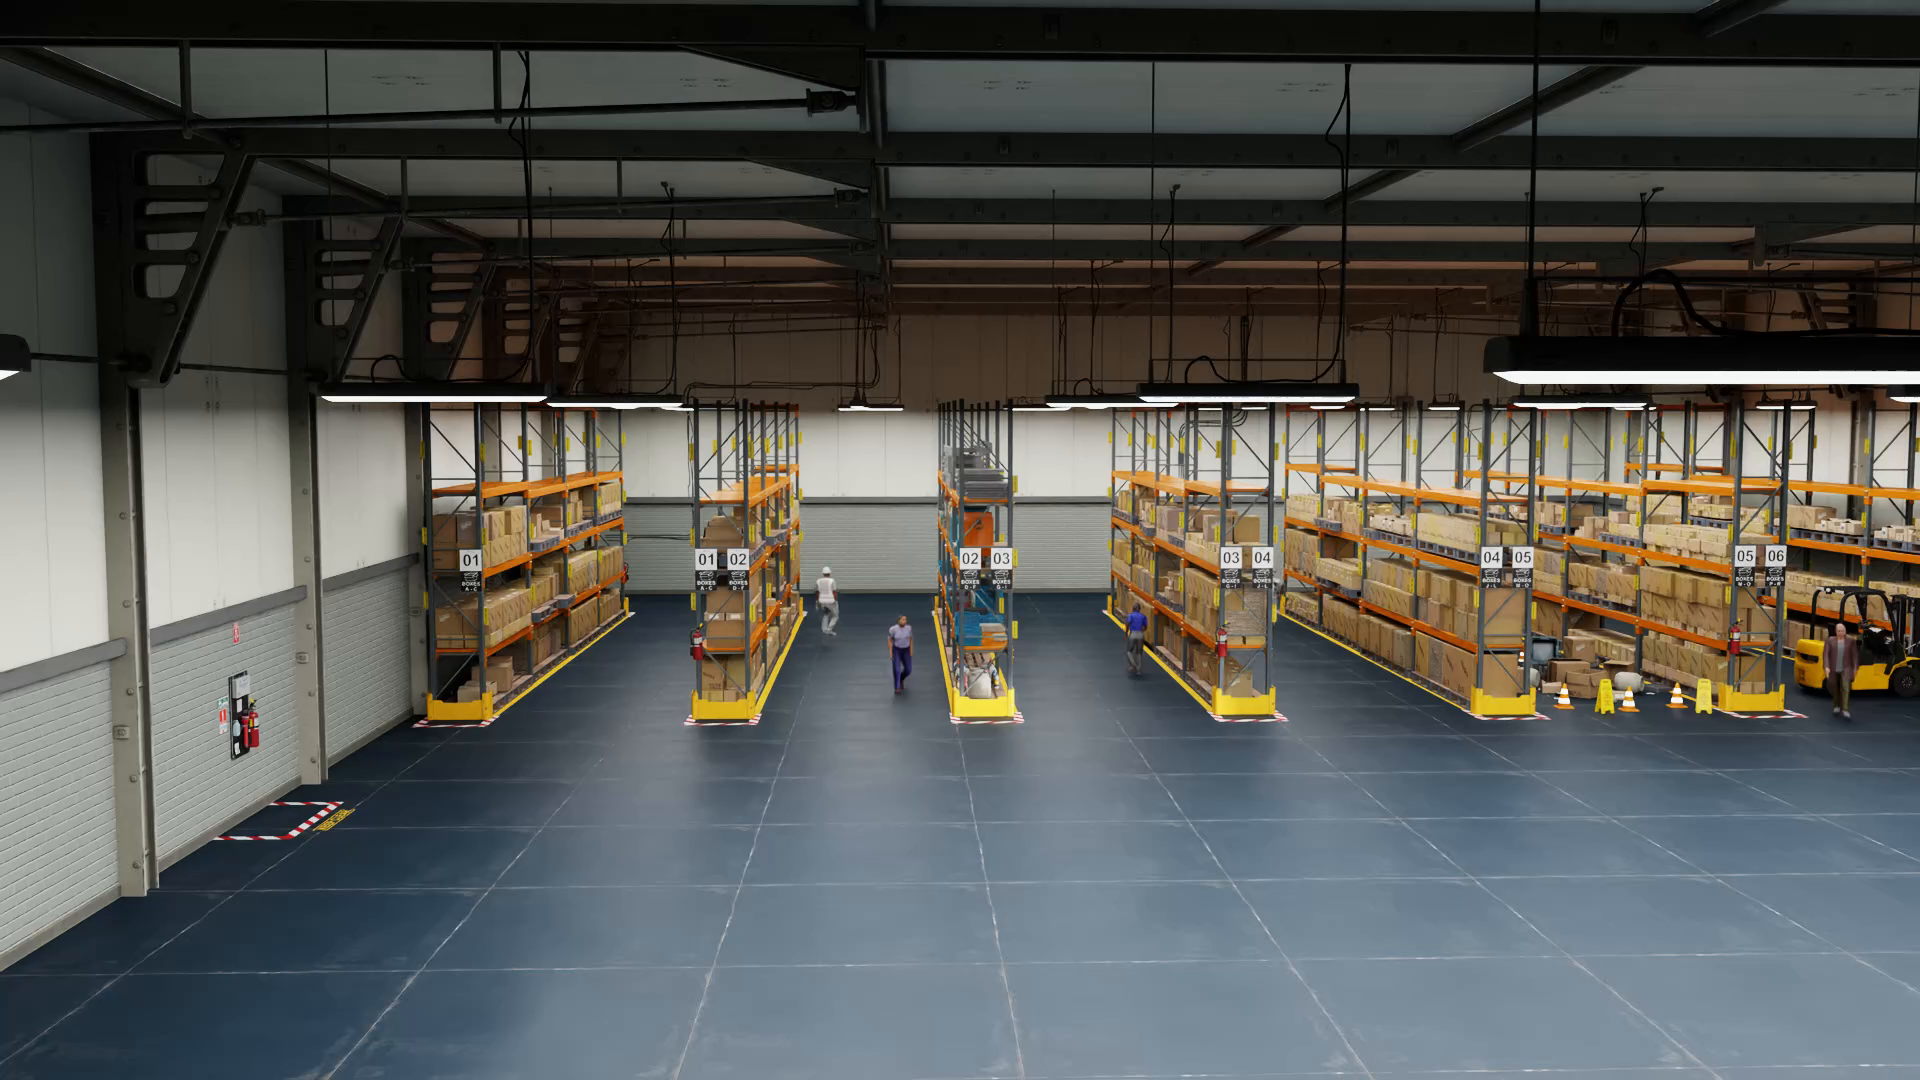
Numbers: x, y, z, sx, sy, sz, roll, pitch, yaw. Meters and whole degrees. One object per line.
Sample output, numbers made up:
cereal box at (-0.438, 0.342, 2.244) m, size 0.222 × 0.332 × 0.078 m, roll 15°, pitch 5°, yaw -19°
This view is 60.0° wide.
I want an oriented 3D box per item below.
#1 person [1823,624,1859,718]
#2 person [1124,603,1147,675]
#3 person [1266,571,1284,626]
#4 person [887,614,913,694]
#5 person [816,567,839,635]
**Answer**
person at (16.596, 2.448, 31.364) m, size 0.611 × 1.735 × 1.061 m, roll 3°, pitch 5°, yaw 35°
person at (3.878, 2.166, 36.750) m, size 0.534 × 1.551 × 0.724 m, roll 0°, pitch 4°, yaw -1°
person at (8.344, 1.555, 44.443) m, size 0.626 × 1.598 × 0.729 m, roll 1°, pitch 4°, yaw 9°
person at (-1.239, 2.320, 34.227) m, size 0.549 × 1.636 × 0.509 m, roll -1°, pitch 5°, yaw -19°
person at (-3.289, 1.504, 41.226) m, size 0.603 × 1.679 × 0.604 m, roll 2°, pitch 5°, yaw 22°
